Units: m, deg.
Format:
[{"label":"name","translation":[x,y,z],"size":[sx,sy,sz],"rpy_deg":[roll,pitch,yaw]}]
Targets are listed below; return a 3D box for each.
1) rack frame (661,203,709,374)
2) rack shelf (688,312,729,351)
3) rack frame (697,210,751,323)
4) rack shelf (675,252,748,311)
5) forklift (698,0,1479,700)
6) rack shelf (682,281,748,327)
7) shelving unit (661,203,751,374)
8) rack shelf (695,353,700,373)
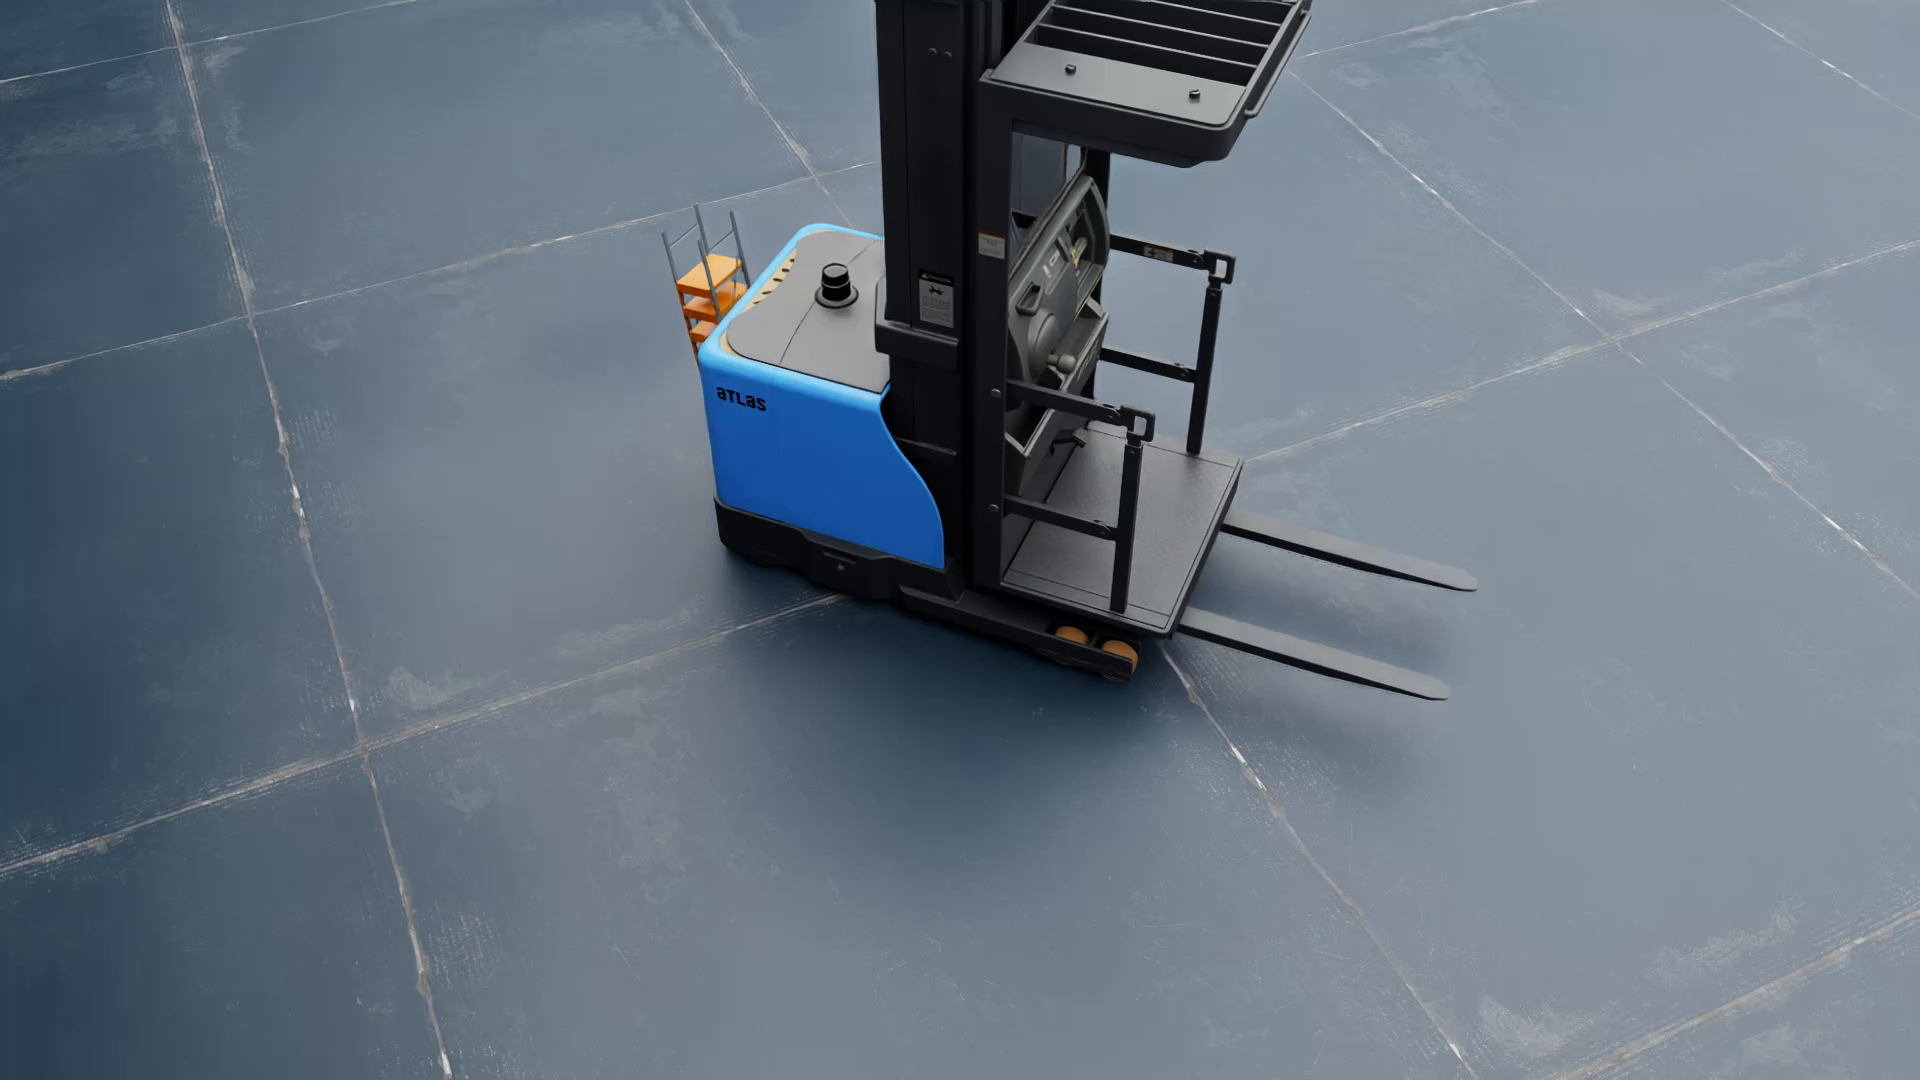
[{"label":"rack frame","translation":[-1.067,-0.860,7.143],"size":[0.006,1.200,0.240],"rpy_deg":[16,46,27]},{"label":"rack shelf","translation":[-0.998,-0.894,7.053],"size":[0.180,0.103,0.258],"rpy_deg":[16,46,27]},{"label":"rack frame","translation":[-0.910,-0.814,7.061],"size":[0.006,1.200,0.240],"rpy_deg":[16,46,27]},{"label":"rack shelf","translation":[-1.027,-1.075,6.898],"size":[0.180,0.103,0.258],"rpy_deg":[16,46,27]},{"label":"forklift","translation":[0.547,-0.914,5.958],"size":[3.031,2.935,1.130],"rpy_deg":[16,47,16]},{"label":"rack shelf","translation":[-1.012,-0.984,6.975],"size":[0.180,0.103,0.258],"rpy_deg":[16,46,27]},{"label":"shelving unit","translation":[-0.989,-0.837,7.102],"size":[0.189,1.200,0.258],"rpy_deg":[16,46,27]},{"label":"rack shelf","translation":[-0.983,-0.803,7.131],"size":[0.180,0.103,0.258],"rpy_deg":[16,46,27]}]
